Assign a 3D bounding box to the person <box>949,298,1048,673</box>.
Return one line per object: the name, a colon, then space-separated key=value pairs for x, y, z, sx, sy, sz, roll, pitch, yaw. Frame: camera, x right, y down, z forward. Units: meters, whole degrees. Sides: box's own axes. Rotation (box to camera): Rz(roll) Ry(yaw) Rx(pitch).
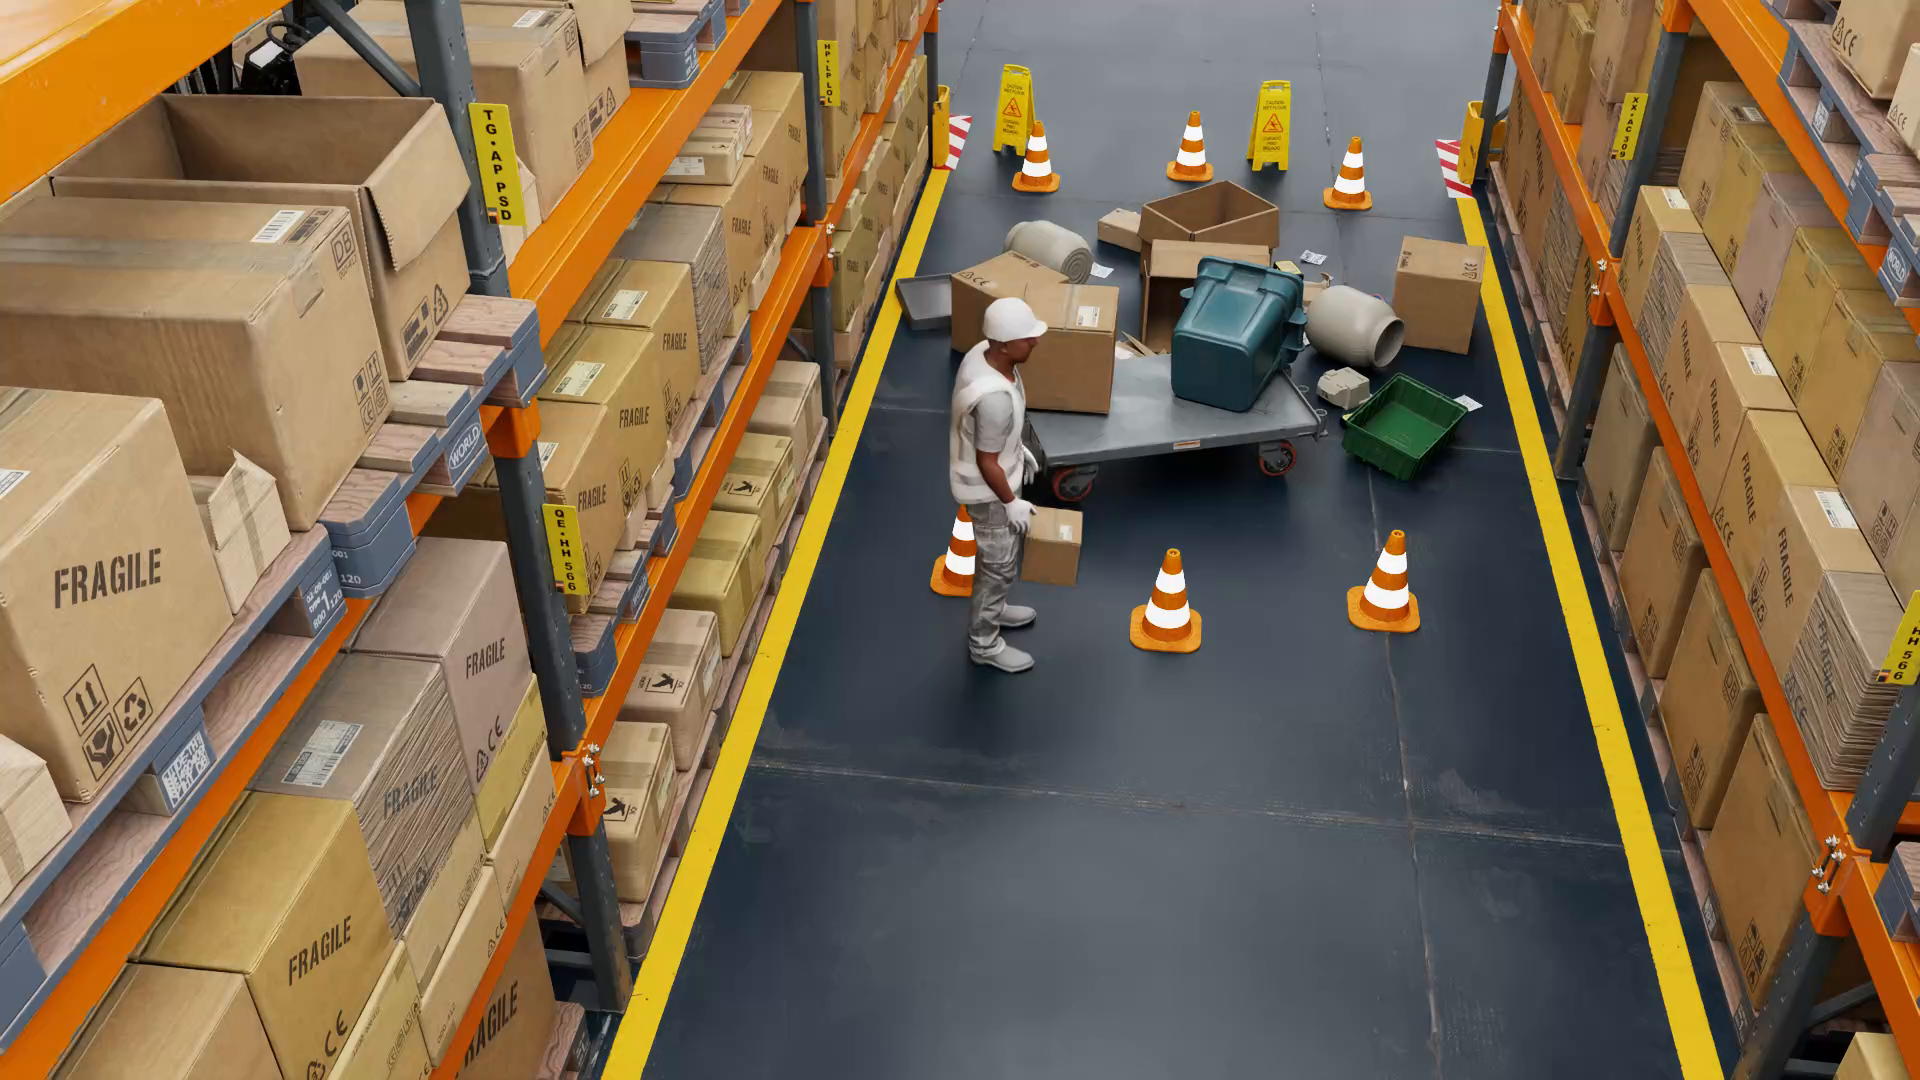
person: x=0.159 y=-0.264 z=7.391 sx=0.411 sy=1.781 sz=0.575 roll=3 pitch=36 yaw=4
